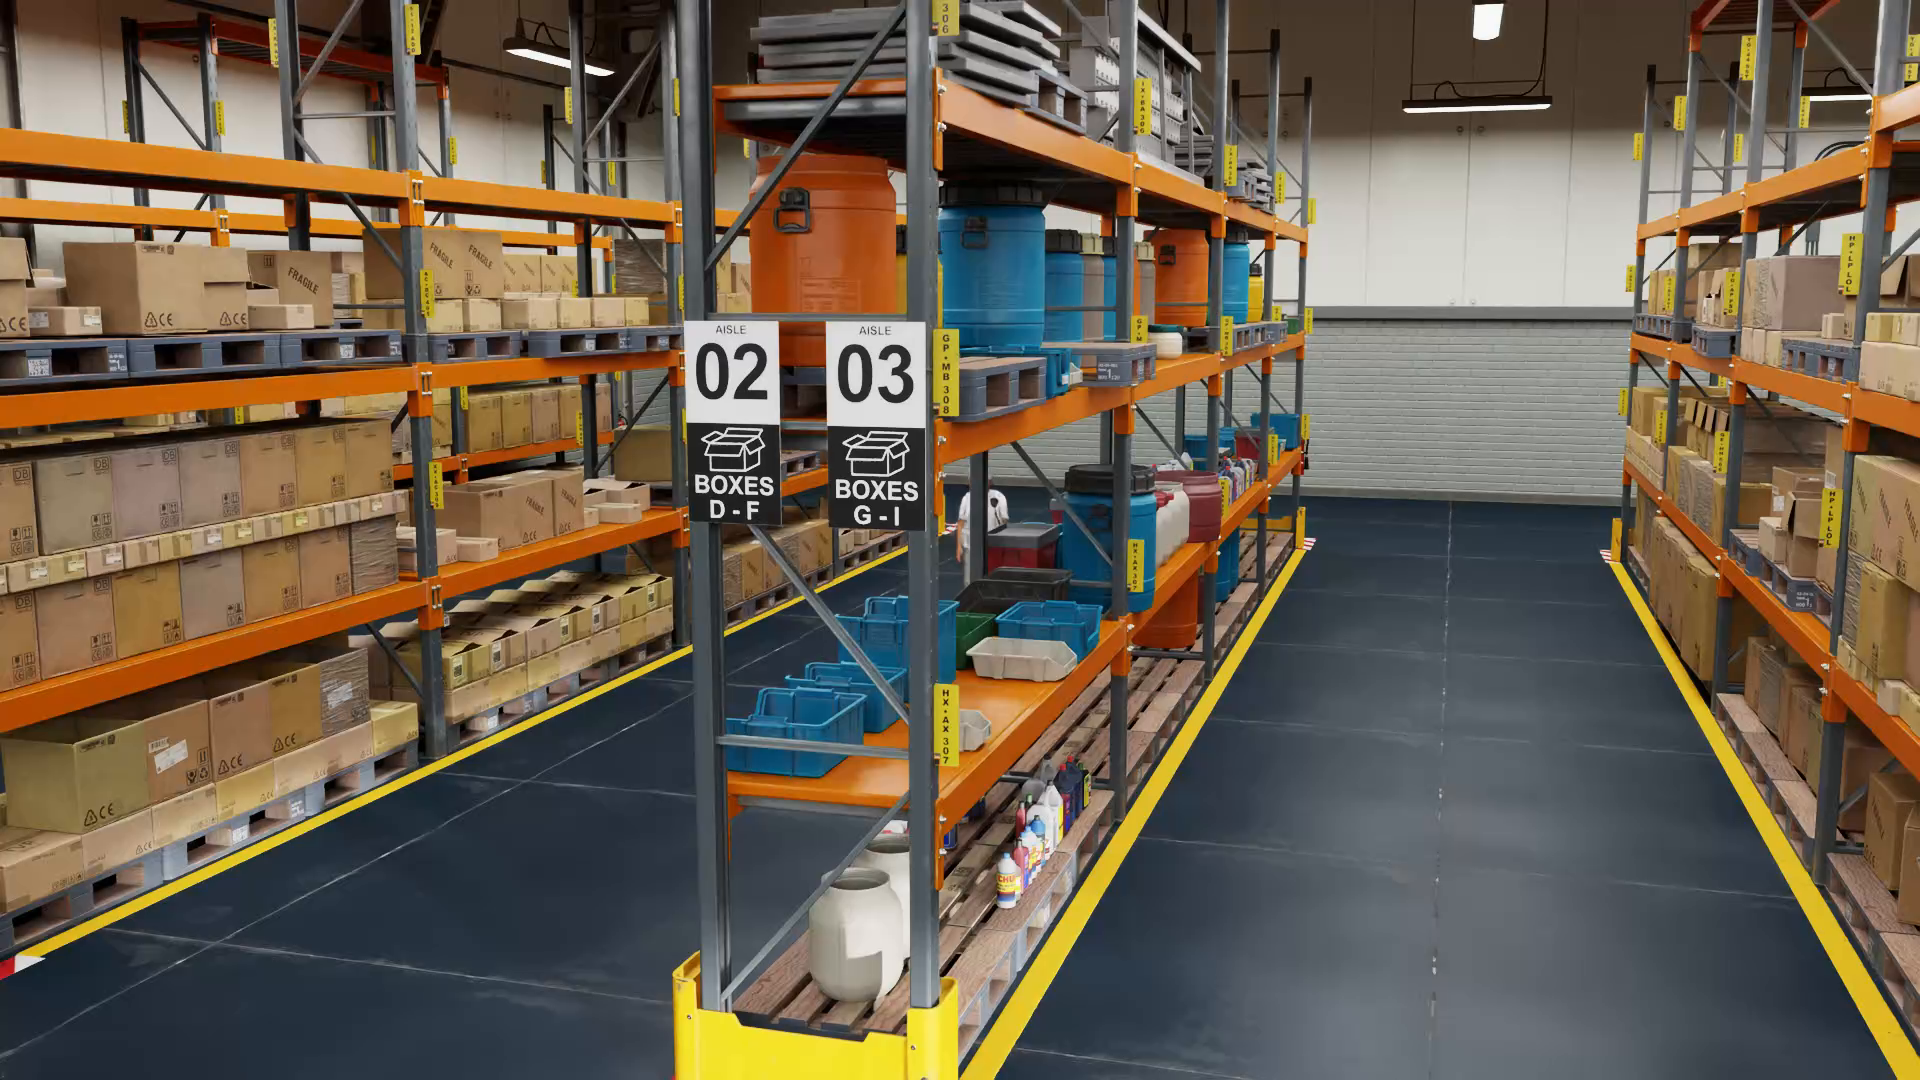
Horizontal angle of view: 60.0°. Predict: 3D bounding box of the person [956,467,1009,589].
[{"bbox_3d":[0.217,0.147,15.934,0.513,1.723,0.500,1,9,9],"label":"person"}]
